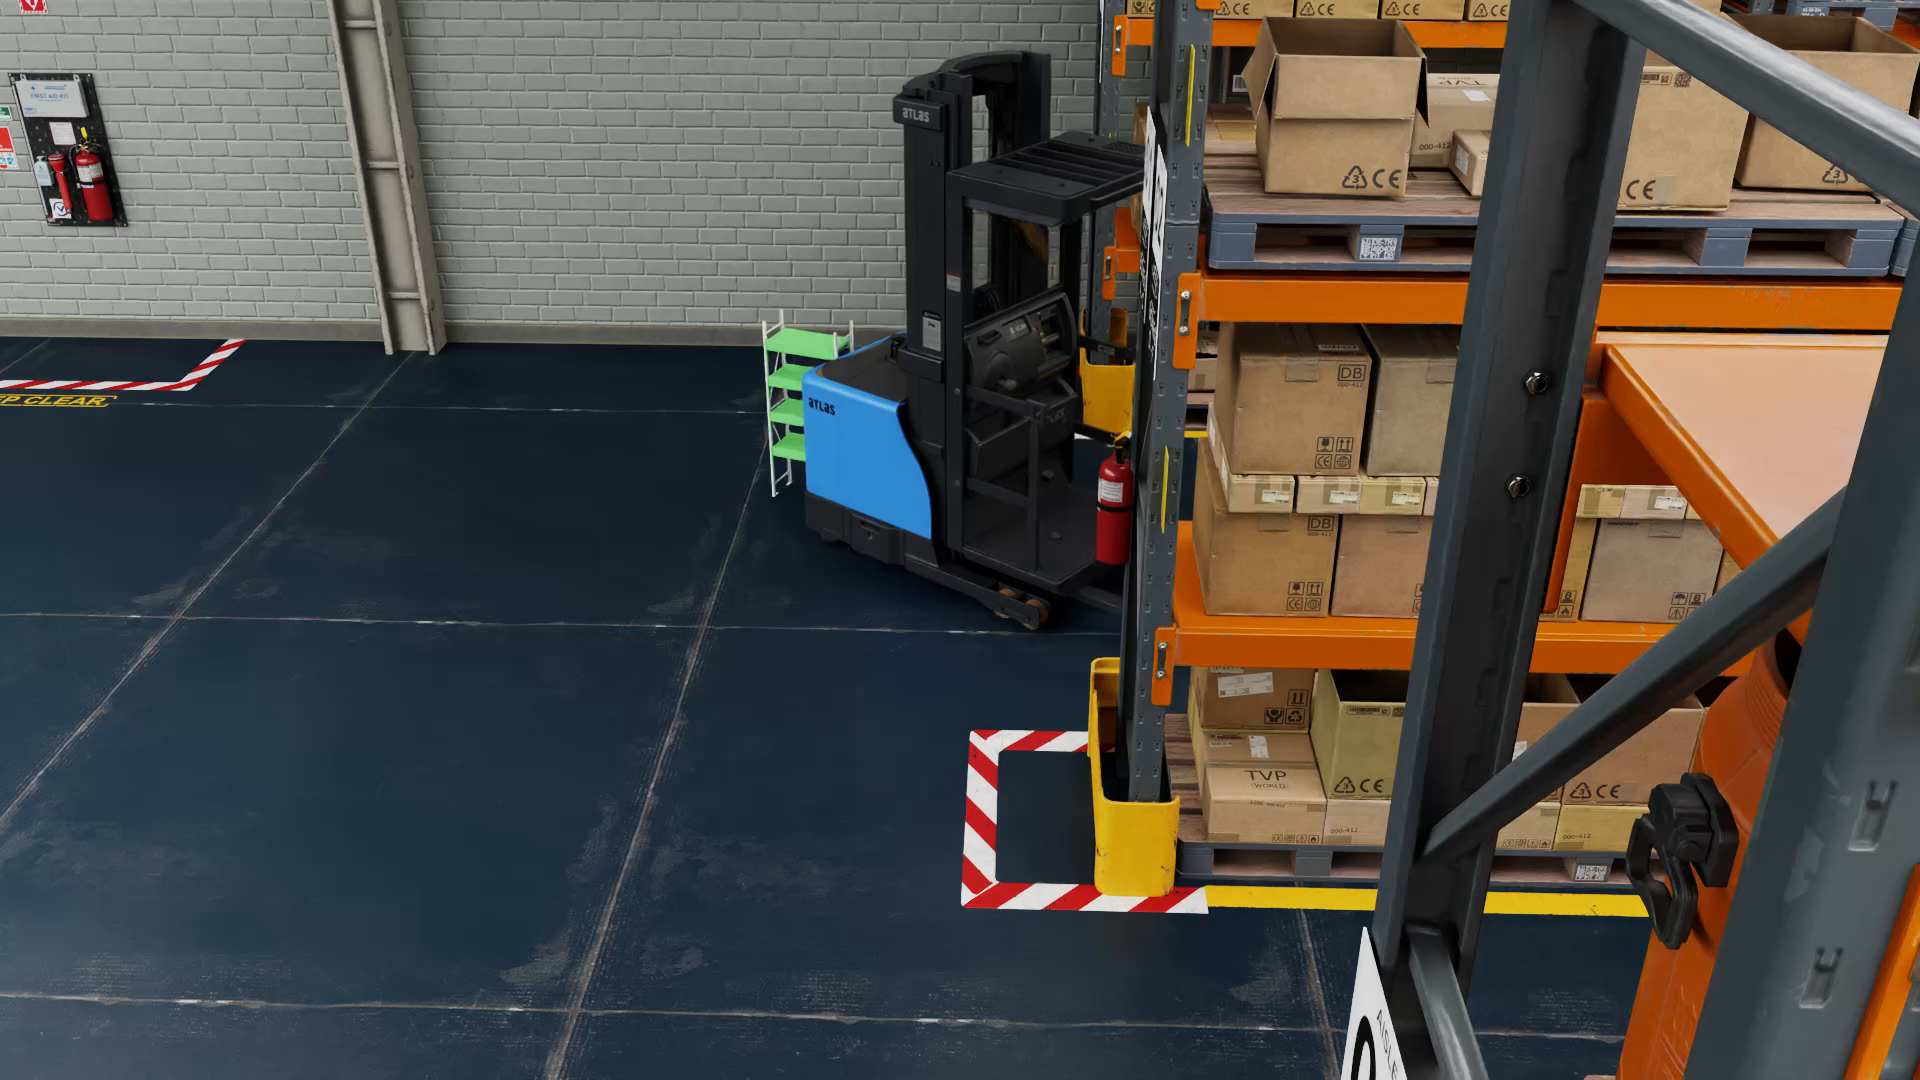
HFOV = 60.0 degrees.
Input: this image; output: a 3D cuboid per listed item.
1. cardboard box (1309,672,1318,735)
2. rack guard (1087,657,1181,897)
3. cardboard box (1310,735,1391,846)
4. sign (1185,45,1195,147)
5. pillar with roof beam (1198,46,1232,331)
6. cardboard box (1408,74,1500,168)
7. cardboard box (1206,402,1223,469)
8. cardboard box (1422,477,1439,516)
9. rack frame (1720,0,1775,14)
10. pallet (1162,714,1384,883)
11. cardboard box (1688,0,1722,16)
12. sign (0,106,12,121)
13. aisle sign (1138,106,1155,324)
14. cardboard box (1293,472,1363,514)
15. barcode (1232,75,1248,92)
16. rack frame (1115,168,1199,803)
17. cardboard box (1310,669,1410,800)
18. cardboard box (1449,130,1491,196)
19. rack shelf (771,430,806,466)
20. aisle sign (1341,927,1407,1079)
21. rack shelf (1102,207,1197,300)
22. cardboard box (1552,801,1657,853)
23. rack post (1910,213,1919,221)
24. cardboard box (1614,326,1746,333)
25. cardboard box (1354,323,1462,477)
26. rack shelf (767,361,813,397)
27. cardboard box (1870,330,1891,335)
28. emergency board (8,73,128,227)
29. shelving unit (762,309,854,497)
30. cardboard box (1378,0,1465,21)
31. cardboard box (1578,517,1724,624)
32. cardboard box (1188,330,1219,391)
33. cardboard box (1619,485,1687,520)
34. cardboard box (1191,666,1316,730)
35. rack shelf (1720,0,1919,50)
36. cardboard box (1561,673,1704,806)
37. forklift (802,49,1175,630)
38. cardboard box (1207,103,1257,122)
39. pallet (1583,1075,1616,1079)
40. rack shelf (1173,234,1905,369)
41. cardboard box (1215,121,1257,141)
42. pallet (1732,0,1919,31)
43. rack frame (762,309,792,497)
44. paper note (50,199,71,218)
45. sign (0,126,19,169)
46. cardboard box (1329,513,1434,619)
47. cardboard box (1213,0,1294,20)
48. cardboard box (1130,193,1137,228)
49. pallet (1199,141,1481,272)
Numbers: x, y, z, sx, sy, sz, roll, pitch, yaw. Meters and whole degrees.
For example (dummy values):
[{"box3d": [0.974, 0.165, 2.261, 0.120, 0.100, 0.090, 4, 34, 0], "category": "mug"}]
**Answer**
[{"box3d": [1.860, 0.868, 7.897, 0.500, 0.250, 0.500, 1, 28, 2], "category": "cardboard box"}, {"box3d": [0.789, 1.069, 7.699, 0.348, 0.500, 1.175, 1, 28, 2], "category": "rack guard"}, {"box3d": [1.841, 1.114, 7.433, 0.500, 0.250, 0.500, 1, 28, 2], "category": "cardboard box"}, {"box3d": [0.788, -1.521, 5.697, 0.005, 0.325, 0.100, 1, 28, 2], "category": "sign"}, {"box3d": [1.563, -3.382, 7.022, 0.400, 9.000, 9.100, 1, 28, 2], "category": "pillar with roof beam"}, {"box3d": [1.973, -1.645, 6.511, 0.500, 0.250, 0.500, 1, 28, 2], "category": "cardboard box"}, {"box3d": [1.202, -0.448, 7.094, 0.250, 0.149, 0.380, 0, 28, 1], "category": "cardboard box"}, {"box3d": [1.963, -0.245, 6.710, 0.250, 0.149, 0.380, 1, 28, 1], "category": "cardboard box"}, {"box3d": [4.982, -2.287, 11.362, 0.127, 3.000, 1.000, 1, 28, 2], "category": "rack frame"}, {"box3d": [1.579, 1.190, 7.779, 1.213, 0.211, 1.003, 1, 28, 2], "category": "pallet"}, {"box3d": [4.466, -3.558, 10.429, 0.500, 0.500, 0.500, 2, 28, 3], "category": "cardboard box"}, {"box3d": [-7.295, -3.208, 12.494, 0.331, 0.109, 0.001, 1, 28, 2], "category": "sign"}, {"box3d": [0.758, -1.322, 6.765, 0.004, 0.787, 0.394, 1, 28, 2], "category": "aisle sign"}, {"box3d": [1.462, -0.255, 6.729, 0.250, 0.149, 0.380, 0, 28, 0], "category": "cardboard box"}, {"box3d": [1.132, -1.837, 6.691, 0.075, 0.075, 0.001, 1, 28, 2], "category": "barcode"}, {"box3d": [0.813, -0.035, 7.113, 0.127, 3.000, 1.000, 1, 28, 2], "category": "rack frame"}, {"box3d": [1.841, 0.784, 7.256, 0.500, 0.500, 0.500, 1, 28, 2], "category": "cardboard box"}, {"box3d": [1.983, -1.394, 6.145, 0.250, 0.149, 0.380, 1, 28, 2], "category": "cardboard box"}, {"box3d": [-0.938, -0.551, 10.657, 0.480, 0.148, 0.258, 11, 30, 20], "category": "rack shelf"}, {"box3d": [0.573, 0.995, 2.395, 0.004, 0.787, 0.394, 1, 28, 2], "category": "aisle sign"}, {"box3d": [2.983, -2.002, 11.593, 4.000, 0.370, 1.077, 1, 28, 2], "category": "rack shelf"}, {"box3d": [2.840, 1.133, 7.397, 0.500, 0.250, 0.500, 1, 28, 2], "category": "cardboard box"}, {"box3d": [1.386, -0.074, 1.315, 0.954, 0.300, 0.937, 4, 28, 7], "category": "rack post"}, {"box3d": [2.862, -0.615, 6.716, 0.500, 0.500, 0.700, 1, 28, 2], "category": "cardboard box"}, {"box3d": [1.858, -0.631, 6.746, 0.500, 0.500, 0.700, 0, 28, 0], "category": "cardboard box"}, {"box3d": [-0.938, -0.975, 10.432, 0.480, 0.148, 0.258, 11, 30, 20], "category": "rack shelf"}, {"box3d": [3.862, -0.598, 6.683, 0.500, 0.500, 0.700, 1, 28, 2], "category": "cardboard box"}, {"box3d": [-6.750, -2.905, 12.527, 0.643, 1.169, 0.194, 1, 28, 2], "category": "emergency board"}, {"box3d": [-0.938, -0.819, 10.514, 0.503, 1.200, 0.258, 11, 30, 20], "category": "shelving unit"}, {"box3d": [2.900, -3.578, 10.466, 0.500, 0.500, 0.500, 3, 28, 5], "category": "cardboard box"}, {"box3d": [2.827, -0.041, 7.017, 0.500, 0.500, 0.700, 2, 28, 3], "category": "cardboard box"}, {"box3d": [1.673, -1.306, 11.912, 0.500, 0.311, 0.500, -2, 28, -4], "category": "cardboard box"}, {"box3d": [2.734, -0.232, 6.686, 0.250, 0.149, 0.380, 1, 28, 2], "category": "cardboard box"}, {"box3d": [1.360, 0.533, 7.729, 0.500, 0.500, 0.500, 1, 28, 2], "category": "cardboard box"}, {"box3d": [6.981, -3.262, 10.766, 4.000, 0.370, 1.077, 1, 28, 2], "category": "rack shelf"}, {"box3d": [2.840, 0.802, 7.220, 0.500, 0.500, 0.500, 1, 28, 2], "category": "cardboard box"}, {"box3d": [0.507, -1.074, 9.147, 3.031, 2.935, 1.130, 21, 34, 34], "category": "forklift"}, {"box3d": [1.966, -2.706, 11.490, 0.500, 0.500, 0.500, 1, 28, 2], "category": "cardboard box"}, {"box3d": [1.458, 1.102, 1.968, 1.213, 0.211, 1.003, 1, 28, 2], "category": "pallet"}, {"box3d": [2.812, -1.009, 6.516, 4.000, 0.370, 1.077, 1, 28, 2], "category": "rack shelf"}, {"box3d": [1.944, -2.466, 11.037, 0.500, 0.500, 0.500, 1, 28, 2], "category": "cardboard box"}, {"box3d": [5.595, -3.469, 10.590, 1.003, 0.211, 1.213, 1, 28, 2], "category": "pallet"}, {"box3d": [-1.163, -0.864, 10.598, 0.015, 1.200, 0.240, 11, 30, 20], "category": "rack frame"}, {"box3d": [-6.925, -2.551, 12.799, 0.142, 0.148, 0.016, 1, 28, 2], "category": "paper note"}, {"box3d": [-7.299, -2.978, 12.626, 0.234, 0.329, 0.001, 1, 28, 2], "category": "sign"}, {"box3d": [1.804, -0.059, 7.051, 0.500, 0.500, 0.700, 2, 28, 3], "category": "cardboard box"}, {"box3d": [1.845, -3.583, 10.477, 0.500, 0.500, 0.500, 3, 28, 5], "category": "cardboard box"}, {"box3d": [1.458, -2.379, 11.674, 0.500, 0.250, 0.500, 1, 28, 3], "category": "cardboard box"}, {"box3d": [1.519, -1.297, 6.386, 1.213, 0.211, 1.003, 1, 28, 2], "category": "pallet"}]
